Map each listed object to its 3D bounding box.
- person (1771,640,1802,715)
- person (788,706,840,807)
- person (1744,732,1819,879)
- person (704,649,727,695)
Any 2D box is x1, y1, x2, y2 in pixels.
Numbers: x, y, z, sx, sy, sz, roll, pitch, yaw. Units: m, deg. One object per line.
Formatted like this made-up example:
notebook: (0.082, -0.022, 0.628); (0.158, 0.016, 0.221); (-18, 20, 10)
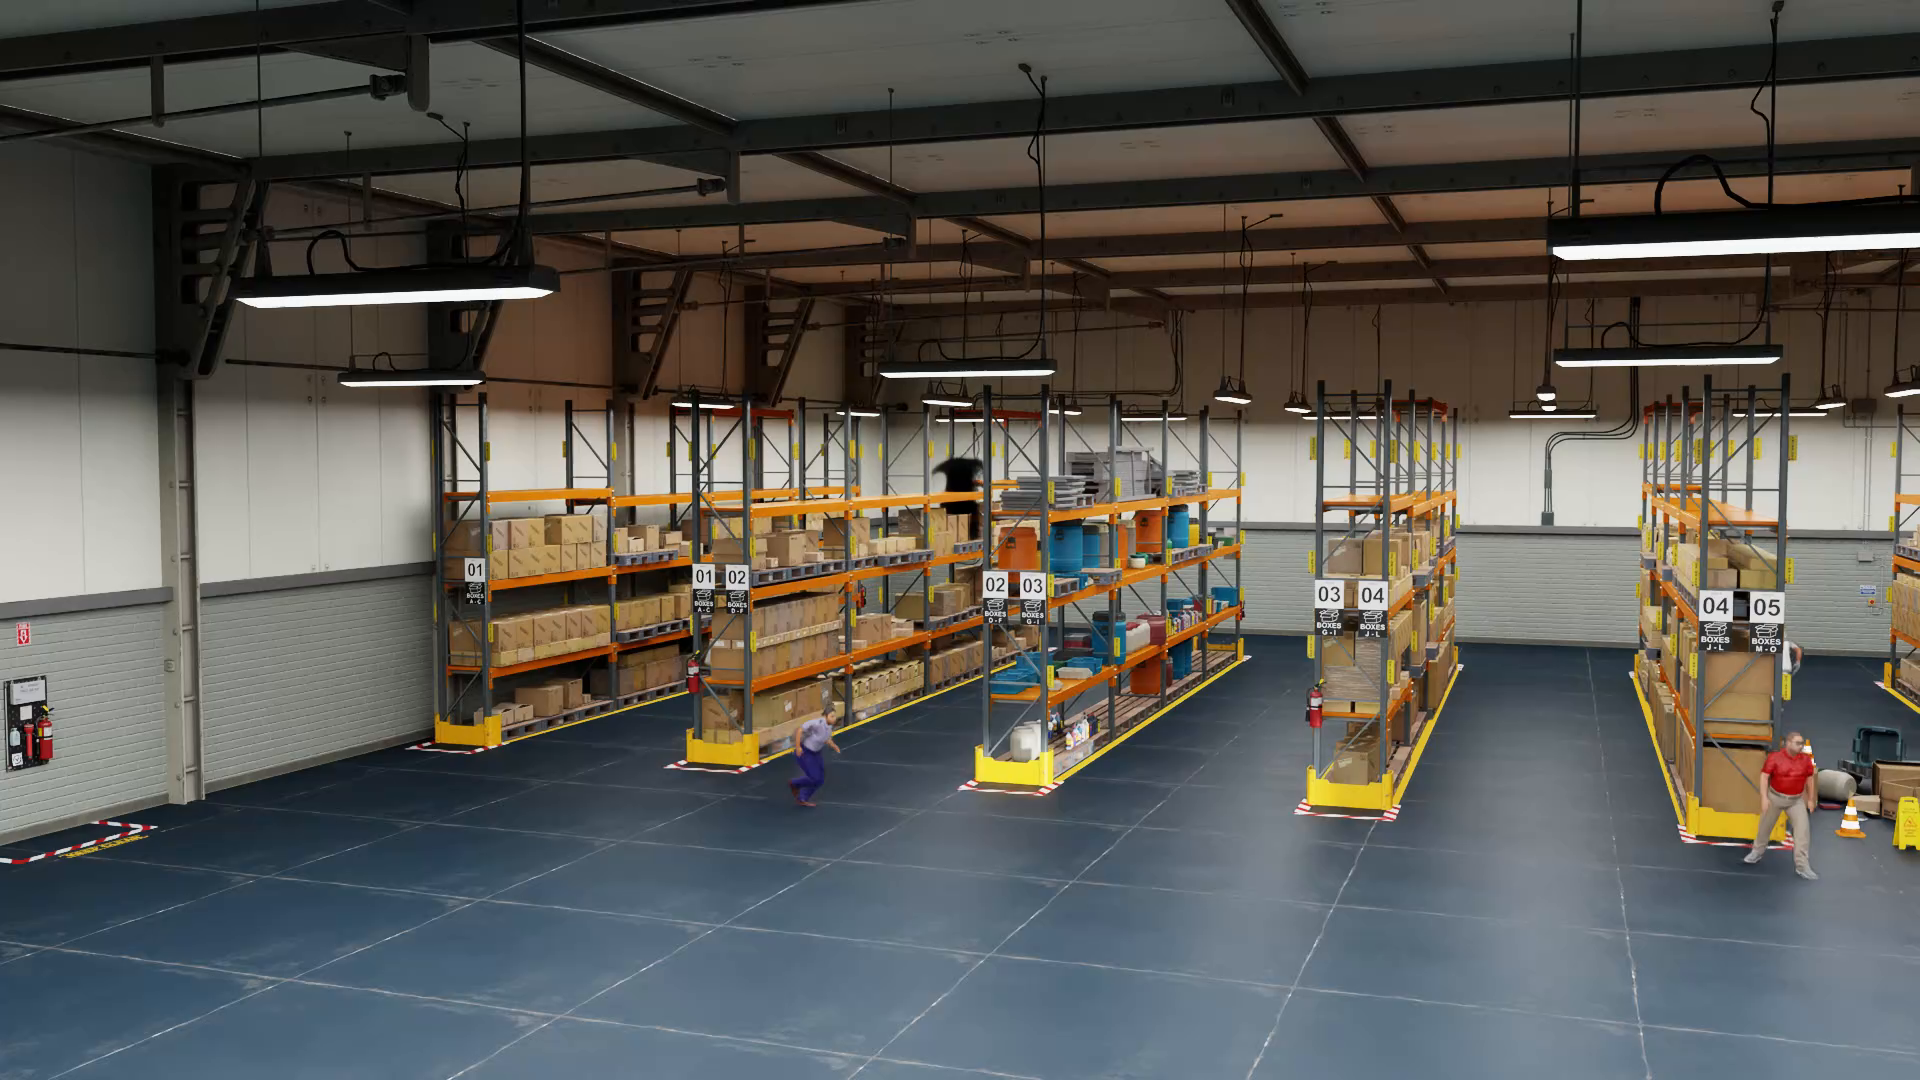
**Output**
person: (15.692, 2.523, 31.790); (0.696, 1.587, 0.873); (1, 3, 15)
person: (-2.068, 3.048, 23.293); (0.777, 1.453, 0.629); (2, 3, 29)
person: (9.831, 3.106, 19.820); (0.710, 1.684, 0.902); (0, 3, 4)
person: (-4.576, 2.543, 31.670); (0.541, 1.559, 0.903); (0, 3, -1)
